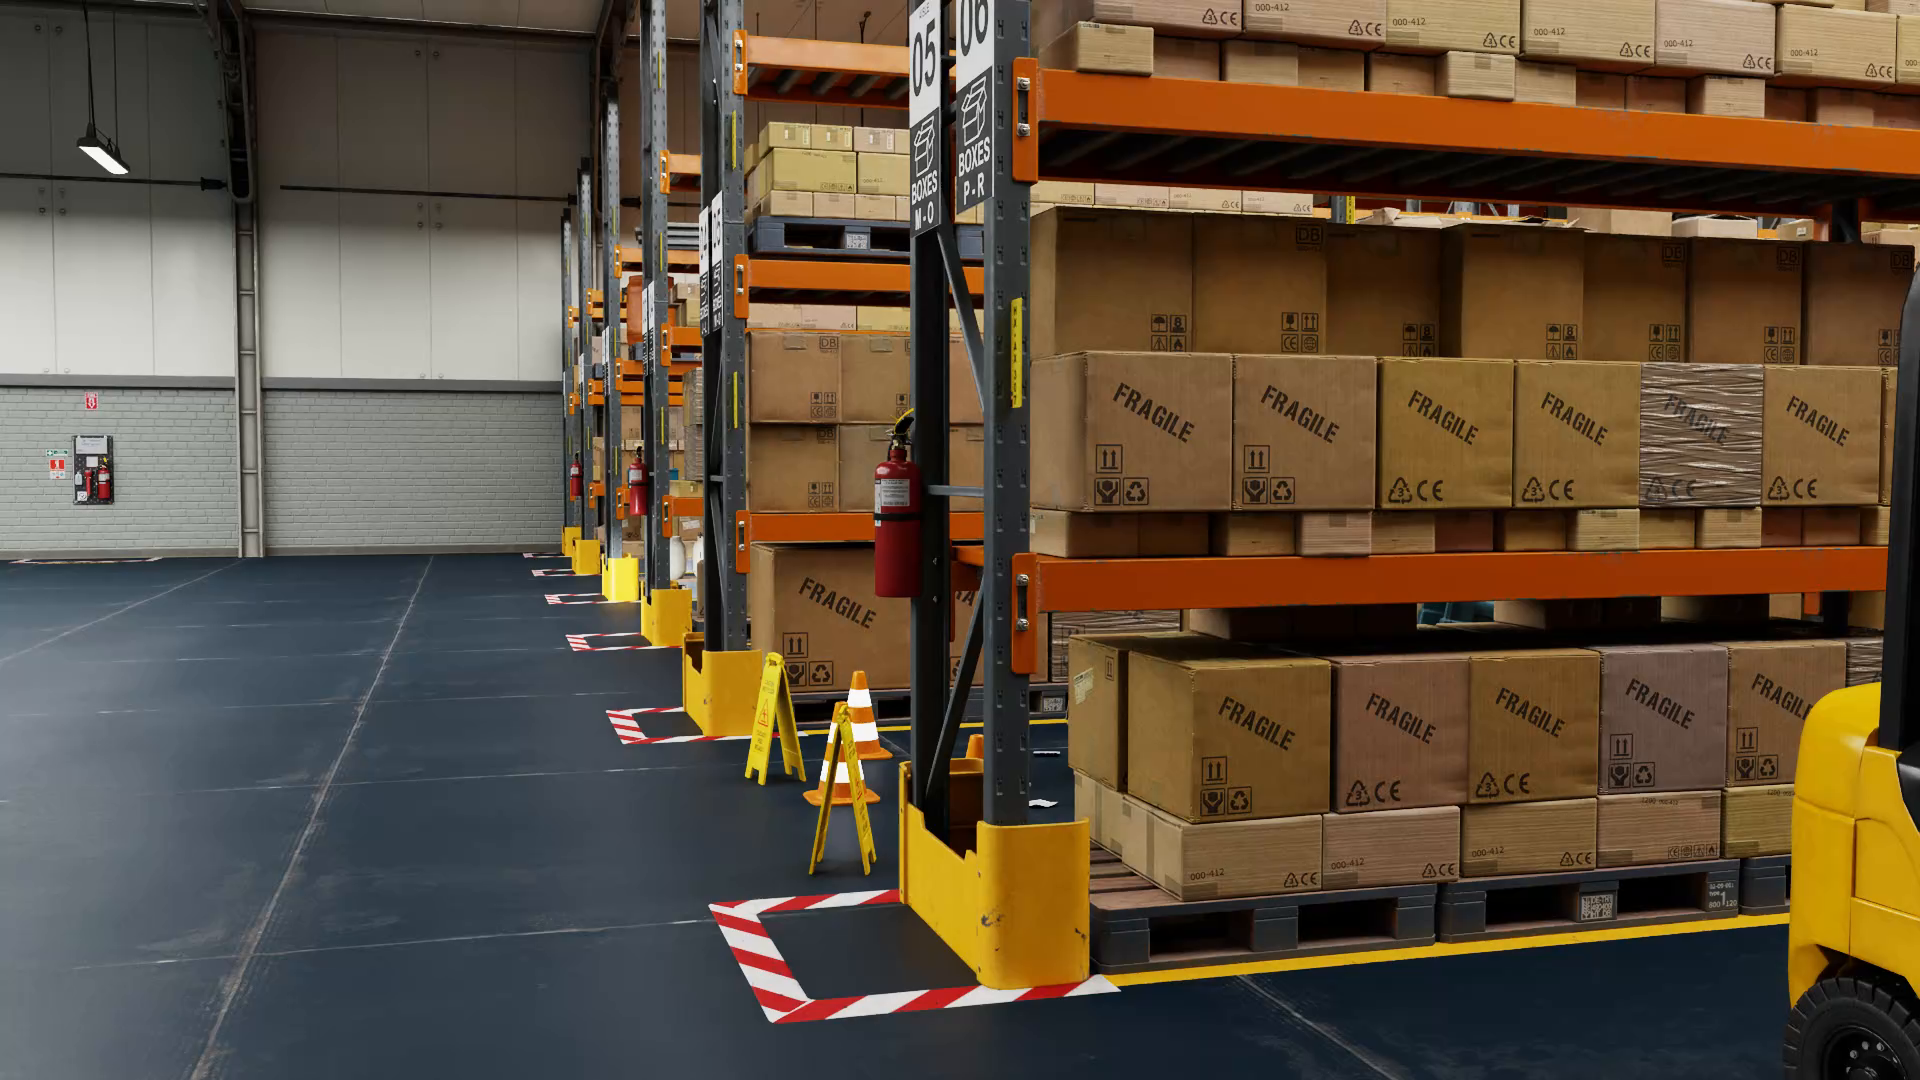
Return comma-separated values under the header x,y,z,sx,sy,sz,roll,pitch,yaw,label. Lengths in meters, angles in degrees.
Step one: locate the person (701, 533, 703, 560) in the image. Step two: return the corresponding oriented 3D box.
x,y,z,sx,sy,sz,roll,pitch,yaw,label
-2.623,-0.106,18.126,0.499,1.828,0.586,0,3,9,person
